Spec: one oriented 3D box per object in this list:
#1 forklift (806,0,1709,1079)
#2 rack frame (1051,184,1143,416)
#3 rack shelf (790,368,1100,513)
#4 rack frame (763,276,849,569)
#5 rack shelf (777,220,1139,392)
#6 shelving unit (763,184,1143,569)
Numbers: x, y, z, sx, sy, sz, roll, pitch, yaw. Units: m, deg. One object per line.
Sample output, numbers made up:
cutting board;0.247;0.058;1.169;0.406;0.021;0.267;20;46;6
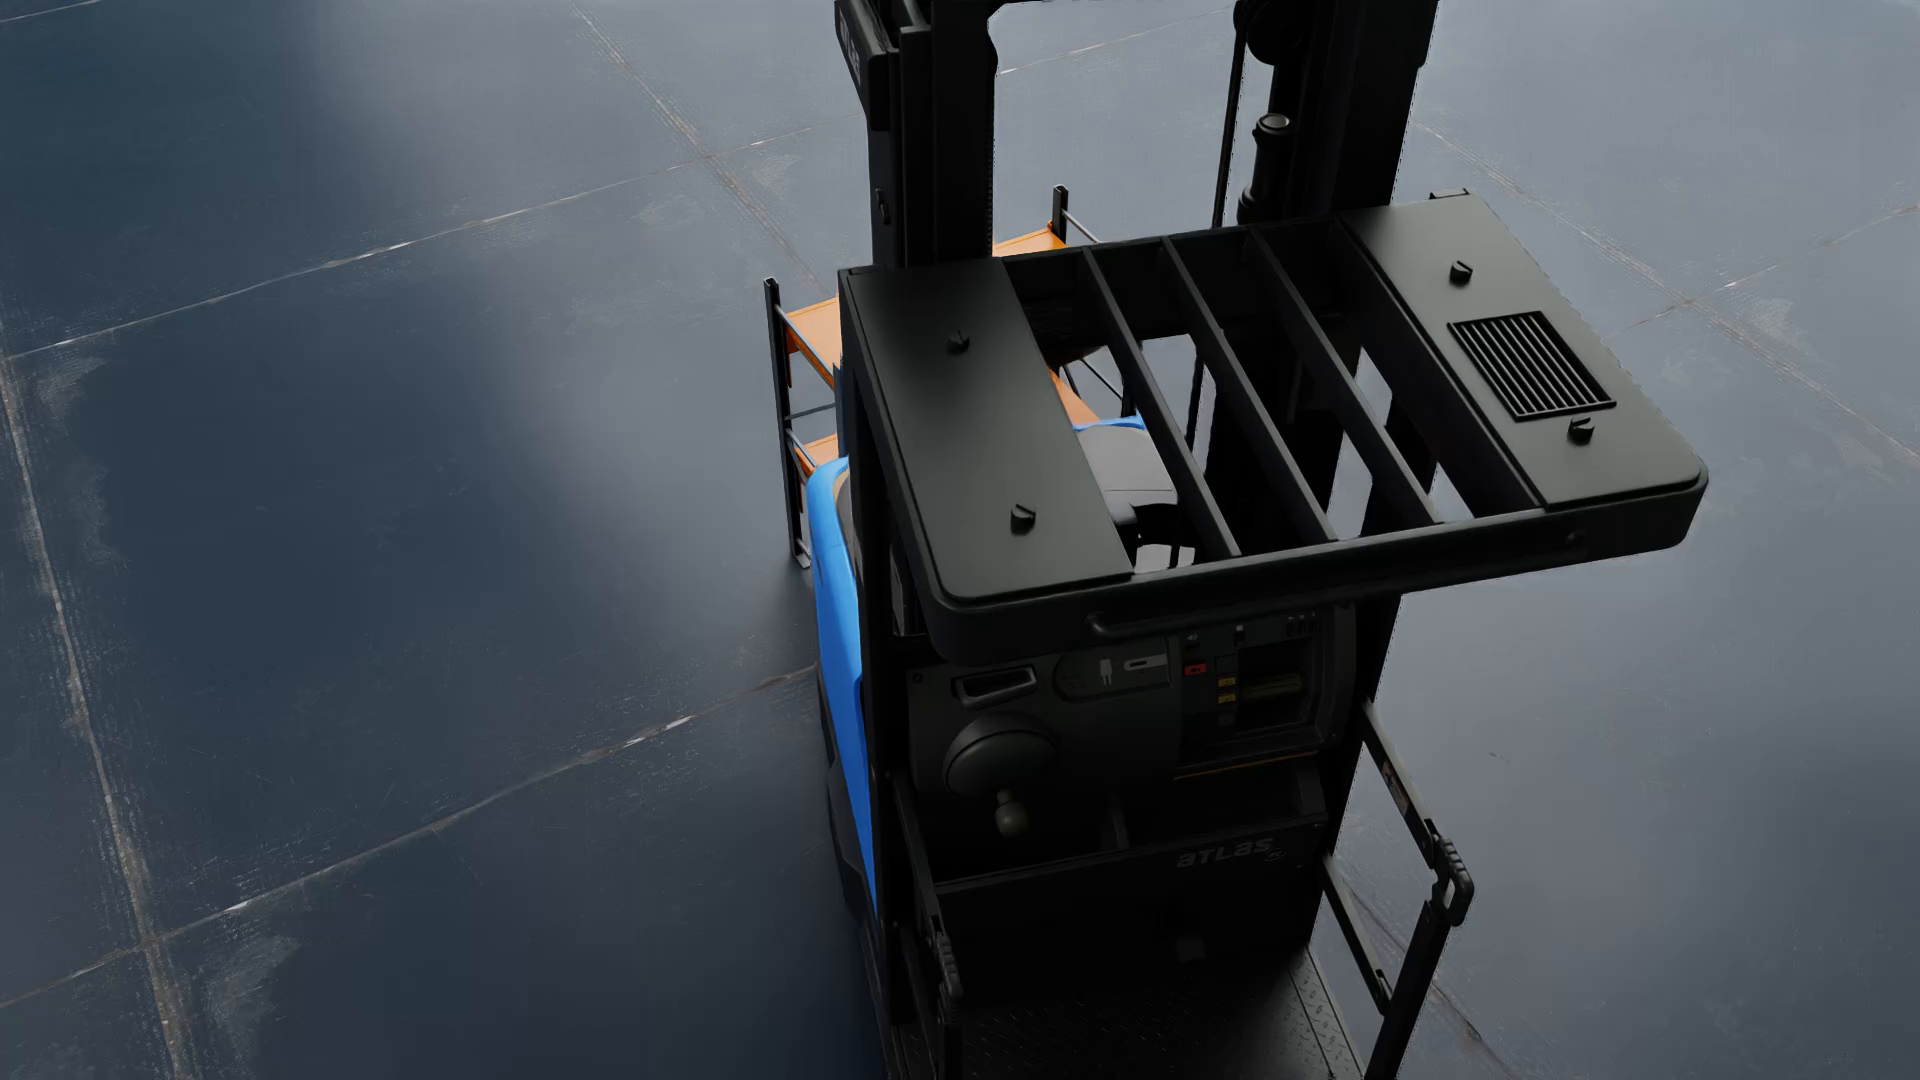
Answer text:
forklift;0.403;0.435;3.197;1.130;2.935;3.031;-9;45;-9
rack frame;0.435;-0.578;5.538;0.032;1.125;0.500;-22;48;-21
rack shelf;-0.006;-0.226;5.526;1.000;0.278;0.538;-22;48;-21
rack frame;-0.447;-0.225;5.174;0.032;1.125;0.500;-22;48;-21
rack shelf;-0.006;-0.611;5.152;1.000;0.278;0.538;-22;48;-21
shelving unit;-0.006;-0.401;5.356;1.048;1.125;0.538;-22;48;-21
